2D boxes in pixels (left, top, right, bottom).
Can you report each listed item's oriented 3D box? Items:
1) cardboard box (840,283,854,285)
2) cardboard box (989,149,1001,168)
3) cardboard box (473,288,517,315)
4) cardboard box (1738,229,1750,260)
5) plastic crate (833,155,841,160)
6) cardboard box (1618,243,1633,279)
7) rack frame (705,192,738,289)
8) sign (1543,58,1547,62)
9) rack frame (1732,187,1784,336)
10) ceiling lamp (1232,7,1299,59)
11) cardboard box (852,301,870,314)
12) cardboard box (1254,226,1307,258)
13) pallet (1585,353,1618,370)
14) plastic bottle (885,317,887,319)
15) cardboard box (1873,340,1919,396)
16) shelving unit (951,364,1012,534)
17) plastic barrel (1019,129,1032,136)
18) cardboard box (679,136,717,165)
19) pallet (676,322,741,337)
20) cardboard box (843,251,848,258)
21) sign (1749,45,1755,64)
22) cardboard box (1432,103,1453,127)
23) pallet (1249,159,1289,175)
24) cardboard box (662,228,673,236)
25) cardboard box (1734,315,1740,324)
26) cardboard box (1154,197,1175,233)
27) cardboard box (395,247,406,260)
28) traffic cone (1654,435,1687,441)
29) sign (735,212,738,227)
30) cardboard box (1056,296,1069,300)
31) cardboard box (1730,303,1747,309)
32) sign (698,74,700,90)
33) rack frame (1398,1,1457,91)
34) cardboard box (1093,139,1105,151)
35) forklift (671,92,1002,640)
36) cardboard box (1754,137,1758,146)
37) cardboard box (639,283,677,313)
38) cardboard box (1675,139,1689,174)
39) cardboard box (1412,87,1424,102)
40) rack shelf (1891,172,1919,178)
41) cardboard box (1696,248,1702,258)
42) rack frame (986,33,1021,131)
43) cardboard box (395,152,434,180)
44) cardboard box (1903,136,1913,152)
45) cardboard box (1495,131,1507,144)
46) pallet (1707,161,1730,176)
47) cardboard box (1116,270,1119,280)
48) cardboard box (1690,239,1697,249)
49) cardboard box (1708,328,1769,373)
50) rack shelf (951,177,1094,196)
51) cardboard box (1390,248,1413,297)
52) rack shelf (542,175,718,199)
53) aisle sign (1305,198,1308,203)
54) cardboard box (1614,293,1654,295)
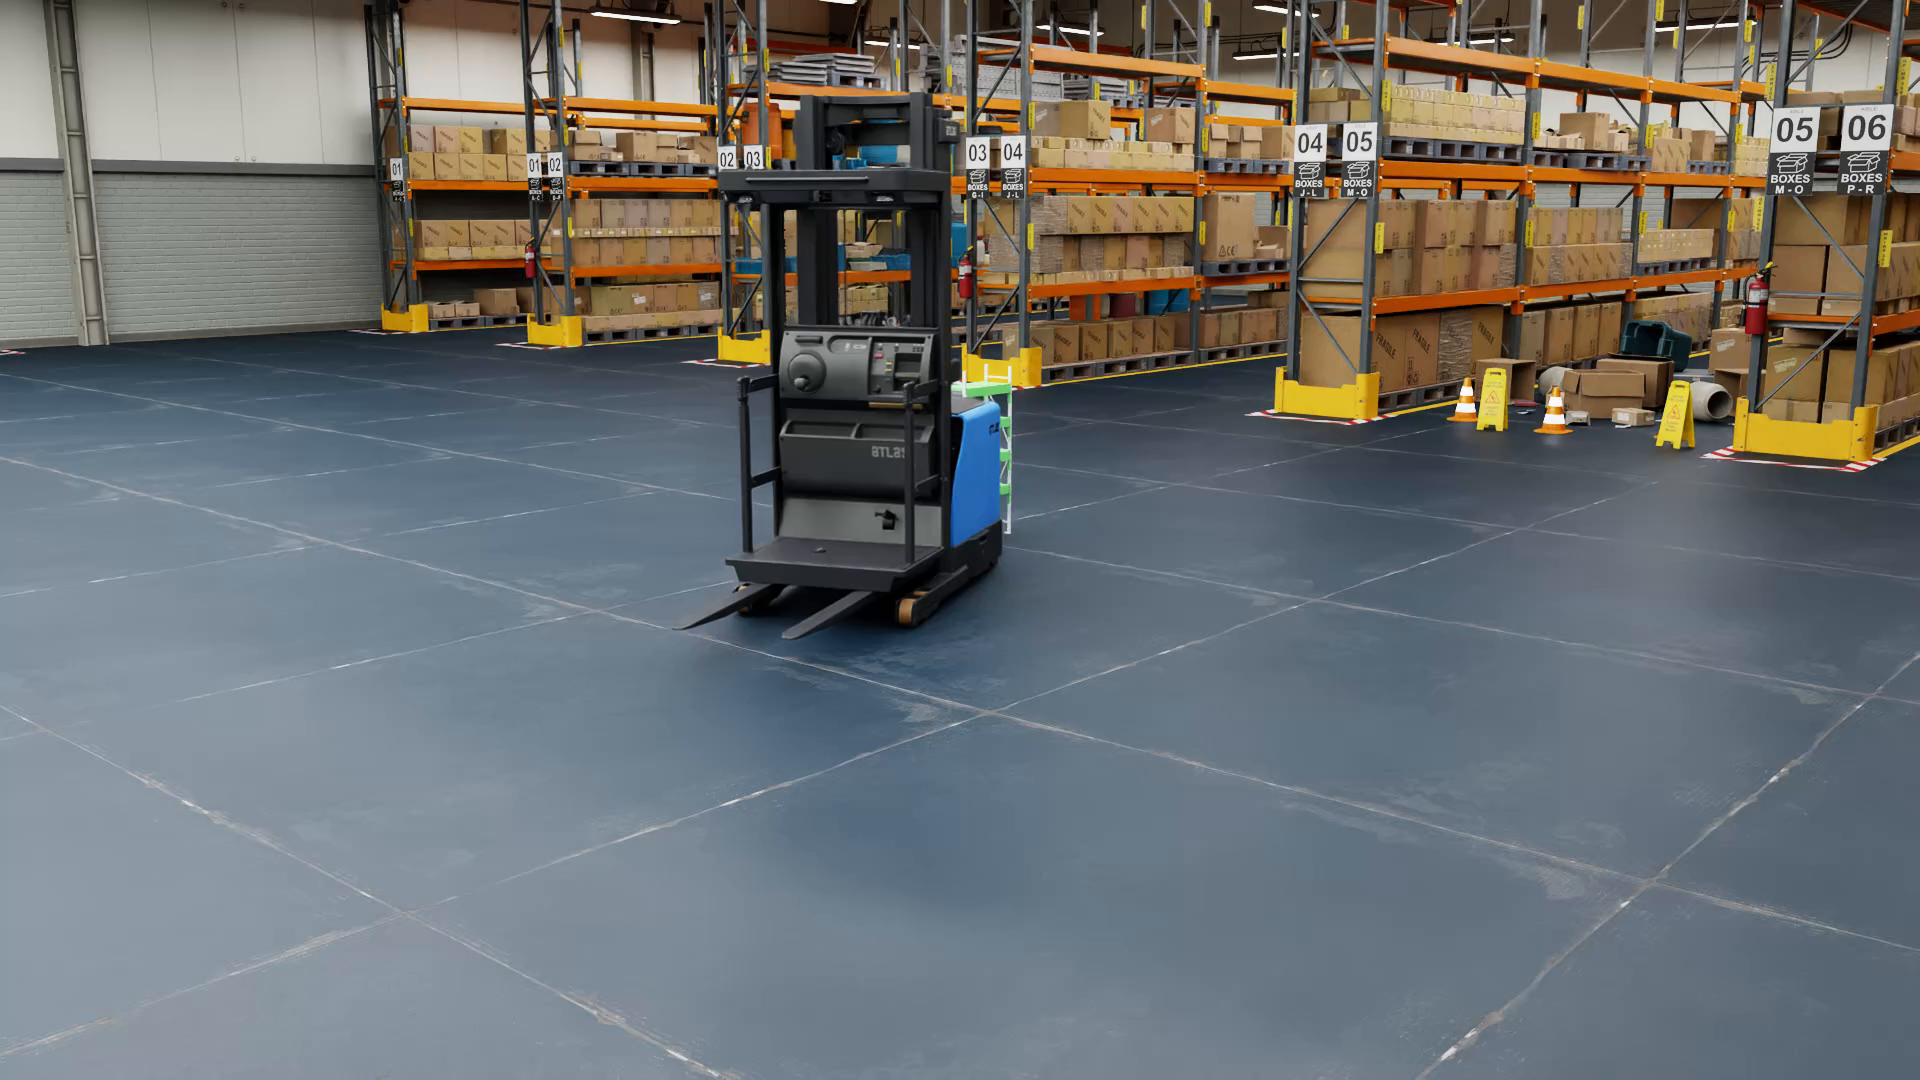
[{"bbox_3d":[-3.074,-6.284,39.933,0.750,0.750,0.750,10,15,41],"label":"cardboard box"},{"bbox_3d":[0.626,-5.059,22.109,0.500,0.250,0.500,10,15,42],"label":"cardboard box"},{"bbox_3d":[-9.241,-4.745,33.069,0.700,0.500,0.500,9,14,37],"label":"cardboard box"},{"bbox_3d":[12.916,-4.977,27.954,0.500,0.500,0.500,10,15,40],"label":"cardboard box"},{"bbox_3d":[-2.189,-5.981,26.382,0.392,0.384,0.575,10,15,40],"label":"plastic crate"},{"bbox_3d":[9.343,-4.027,23.961,0.500,0.500,0.500,10,15,40],"label":"cardboard box"},{"bbox_3d":[-5.383,-6.657,37.380,1.000,3.000,0.127,10,15,40],"label":"rack frame"},{"bbox_3d":[11.459,-9.279,32.606,0.100,0.325,0.005,10,15,40],"label":"sign"},{"bbox_3d":[14.719,-5.256,30.369,1.000,3.000,0.127,10,15,40],"label":"rack frame"},{"bbox_3d":[7.270,-13.069,39.265,2.000,3.185,0.800,10,15,40],"label":"ceiling lamp"},{"bbox_3d":[-2.161,-4.689,33.477,0.500,0.250,0.500,10,15,40],"label":"cardboard box"},{"bbox_3d":[5.160,-4.811,26.811,0.500,0.500,0.700,-9,15,-39],"label":"cardboard box"},{"bbox_3d":[8.861,-2.605,24.217,1.003,0.211,1.213,10,15,40],"label":"pallet"},{"bbox_3d":[-1.314,-3.626,28.038,0.152,0.276,0.135,10,15,42],"label":"plastic bottle"},{"bbox_3d":[9.377,-1.739,16.793,0.500,0.500,0.500,10,15,41],"label":"cardboard box"},{"bbox_3d":[0.109,-0.613,11.716,0.258,1.200,0.503,10,15,40],"label":"shelving unit"},{"bbox_3d":[1.354,-7.000,30.160,0.600,0.901,0.600,0,11,0],"label":"plastic barrel"},{"bbox_3d":[-4.830,-7.183,30.671,0.500,0.500,0.500,-11,15,-43],"label":"cardboard box"},{"bbox_3d":[-4.856,-3.949,30.945,1.003,0.211,1.213,10,15,40],"label":"pallet"},{"bbox_3d":[-2.459,-5.699,33.225,0.250,0.149,0.380,-11,16,-43],"label":"cardboard box"},{"bbox_3d":[14.312,-8.765,30.034,0.100,0.325,0.005,10,15,40],"label":"sign"},{"bbox_3d":[5.336,-4.887,19.160,0.500,0.250,0.500,10,15,40],"label":"cardboard box"},{"bbox_3d":[4.309,-5.756,25.691,1.213,0.211,1.003,10,15,40],"label":"pallet"},{"bbox_3d":[-5.331,-5.501,29.686,0.380,0.149,0.250,10,15,42],"label":"cardboard box"},{"bbox_3d":[13.172,-3.800,28.523,0.380,0.149,0.250,11,16,43],"label":"cardboard box"},{"bbox_3d":[2.720,-4.657,23.799,0.500,0.500,0.500,10,15,40],"label":"cardboard box"},{"bbox_3d":[-10.501,-5.510,31.970,0.500,0.250,0.500,10,15,41],"label":"cardboard box"},{"bbox_3d":[7.257,-1.263,16.854,0.336,0.463,0.334,10,15,40],"label":"traffic cone"},{"bbox_3d":[-4.969,-7.117,36.930,0.100,0.325,0.005,10,15,40],"label":"sign"},{"bbox_3d":[2.217,-5.874,38.712,0.797,0.503,0.637,10,15,40],"label":"cardboard box"},{"bbox_3d":[13.513,-4.018,28.857,0.380,0.149,0.250,10,15,41],"label":"cardboard box"},{"bbox_3d":[-5.802,-10.205,37.042,0.100,0.325,0.005,10,15,40],"label":"sign"},{"bbox_3d":[8.420,-8.266,30.120,1.000,3.000,0.127,10,15,40],"label":"rack frame"},{"bbox_3d":[1.738,-5.349,22.539,0.380,0.149,0.250,9,14,38],"label":"cardboard box"},{"bbox_3d":[-0.666,-1.038,9.422,1.130,2.935,3.031,4,12,18],"label":"forklift"},{"bbox_3d":[13.142,-6.670,27.879,0.380,0.149,0.250,9,15,39],"label":"cardboard box"},{"bbox_3d":[-5.427,-4.335,29.793,0.500,0.500,0.500,10,15,40],"label":"cardboard box"},{"bbox_3d":[10.666,-5.797,25.165,0.500,0.500,0.500,10,15,40],"label":"cardboard box"},{"bbox_3d":[4.952,-4.978,18.597,0.380,0.149,0.250,10,15,40],"label":"cardboard box"},{"bbox_3d":[11.903,-4.278,19.650,1.077,0.370,4.000,10,15,40],"label":"rack shelf"},{"bbox_3d":[11.629,-4.592,26.611,0.380,0.149,0.250,10,15,40],"label":"cardboard box"},{"bbox_3d":[0.981,-9.547,36.535,1.000,3.000,0.127,10,15,40],"label":"rack frame"},{"bbox_3d":[-10.255,-7.026,31.266,0.500,0.500,0.500,10,15,42],"label":"cardboard box"},{"bbox_3d":[8.712,-3.716,15.643,0.380,0.149,0.250,10,15,42],"label":"cardboard box"},{"bbox_3d":[6.462,-4.923,20.357,0.380,0.149,0.250,10,15,41],"label":"cardboard box"},{"bbox_3d":[11.591,-5.969,26.761,1.213,0.211,1.003,10,15,40],"label":"pallet"},{"bbox_3d":[1.994,-3.708,23.261,0.380,0.149,0.250,10,15,40],"label":"cardboard box"},{"bbox_3d":[11.448,-4.696,26.376,0.380,0.149,0.250,9,14,39],"label":"cardboard box"},{"bbox_3d":[9.226,-2.237,19.701,0.500,0.500,0.500,10,15,40],"label":"cardboard box"},{"bbox_3d":[0.739,-6.200,29.271,1.077,0.370,4.000,10,15,40],"label":"rack shelf"},{"bbox_3d":[4.715,-3.120,19.290,0.875,0.550,0.550,10,15,40],"label":"cardboard box"},{"bbox_3d":[-5.620,-6.252,29.534,1.077,0.370,4.000,10,15,40],"label":"rack shelf"},{"bbox_3d":[7.607,-7.800,36.469,0.394,0.787,0.004,10,15,40],"label":"aisle sign"},{"bbox_3d":[10.703,-3.788,26.413,0.500,0.250,0.500,11,15,42],"label":"cardboard box"}]
